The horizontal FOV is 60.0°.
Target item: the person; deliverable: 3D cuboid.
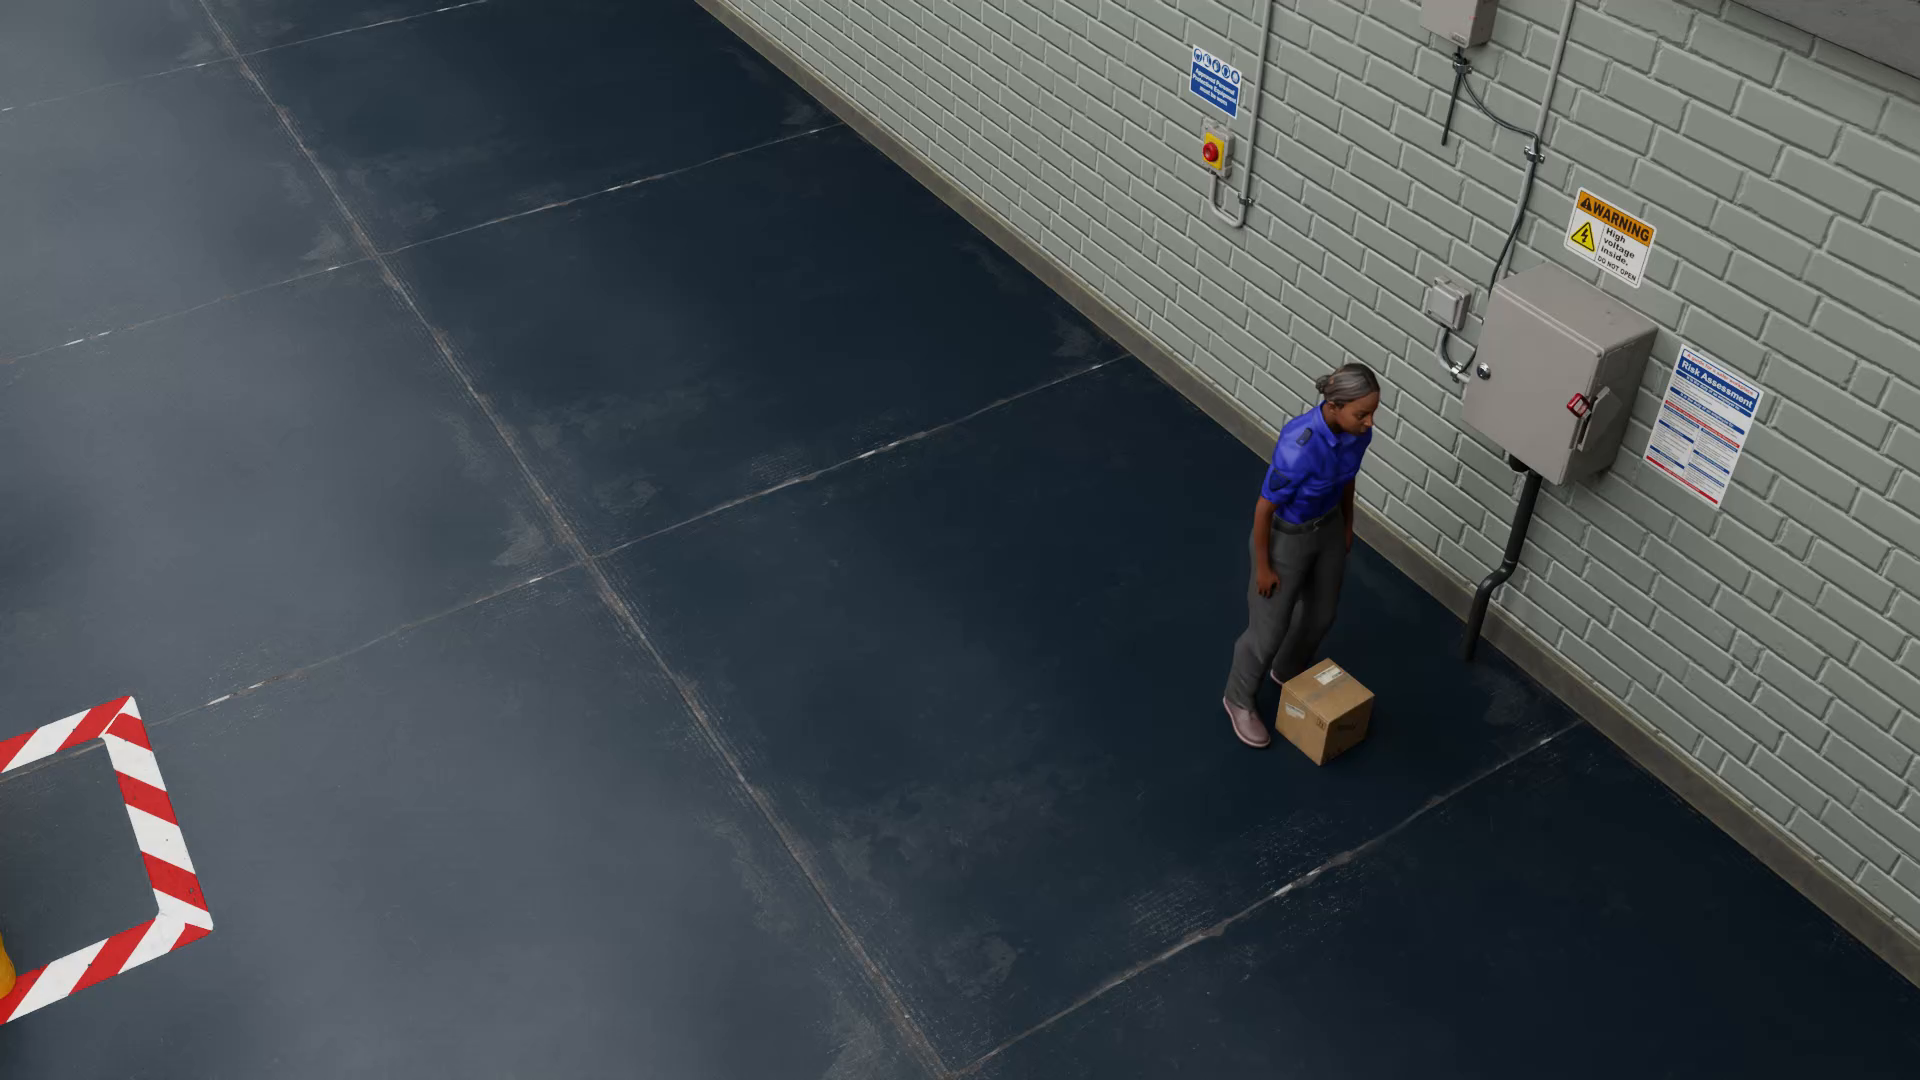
[{"bbox_3d":[1.264,0.024,6.135,0.523,1.653,0.348,-25,47,-26],"label":"person"}]
